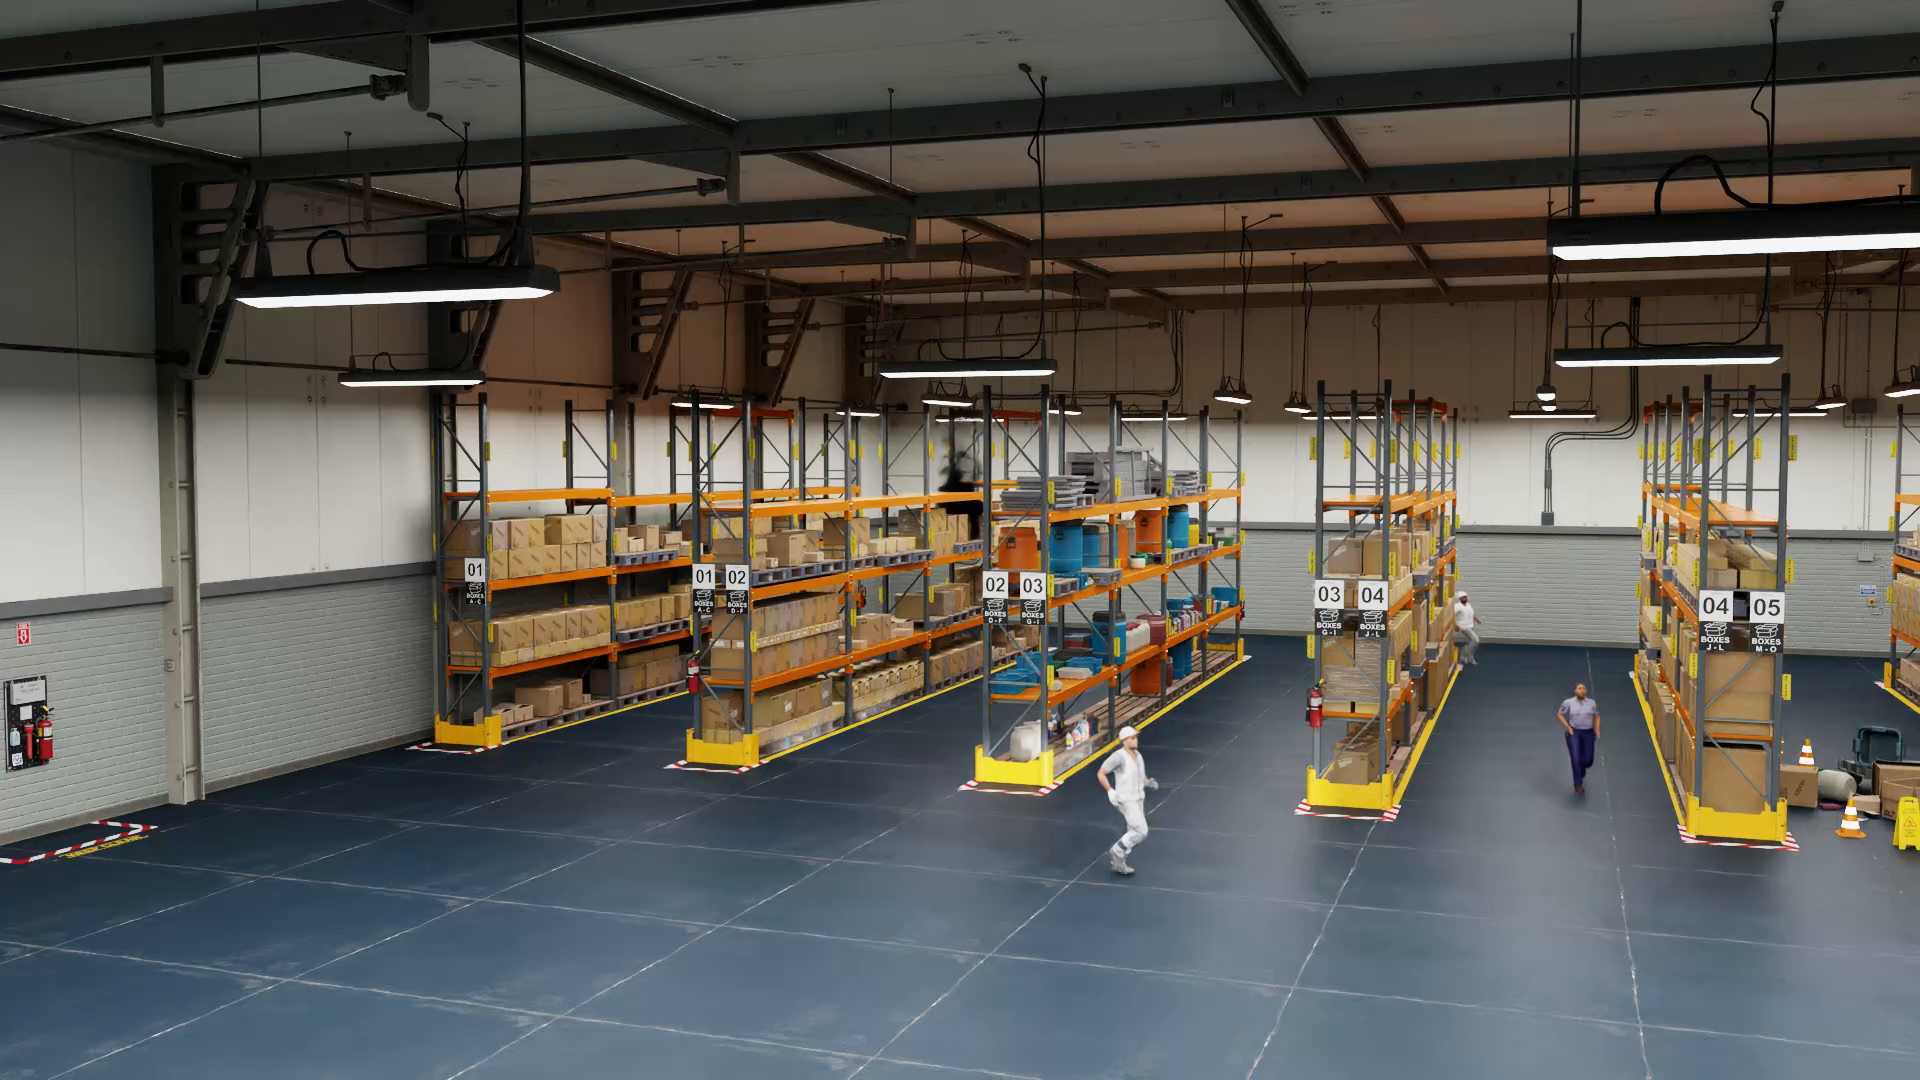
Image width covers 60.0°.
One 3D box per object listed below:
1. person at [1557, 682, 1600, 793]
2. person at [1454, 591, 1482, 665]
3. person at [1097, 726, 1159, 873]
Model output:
[{"bbox_3d":[9.170,2.902,24.639,0.608,1.611,0.592,0,3,8],"label":"person"},{"bbox_3d":[11.924,2.078,39.058,0.634,1.752,0.758,3,4,45],"label":"person"},{"bbox_3d":[2.037,3.071,19.569,0.615,1.743,0.643,2,4,39],"label":"person"}]
